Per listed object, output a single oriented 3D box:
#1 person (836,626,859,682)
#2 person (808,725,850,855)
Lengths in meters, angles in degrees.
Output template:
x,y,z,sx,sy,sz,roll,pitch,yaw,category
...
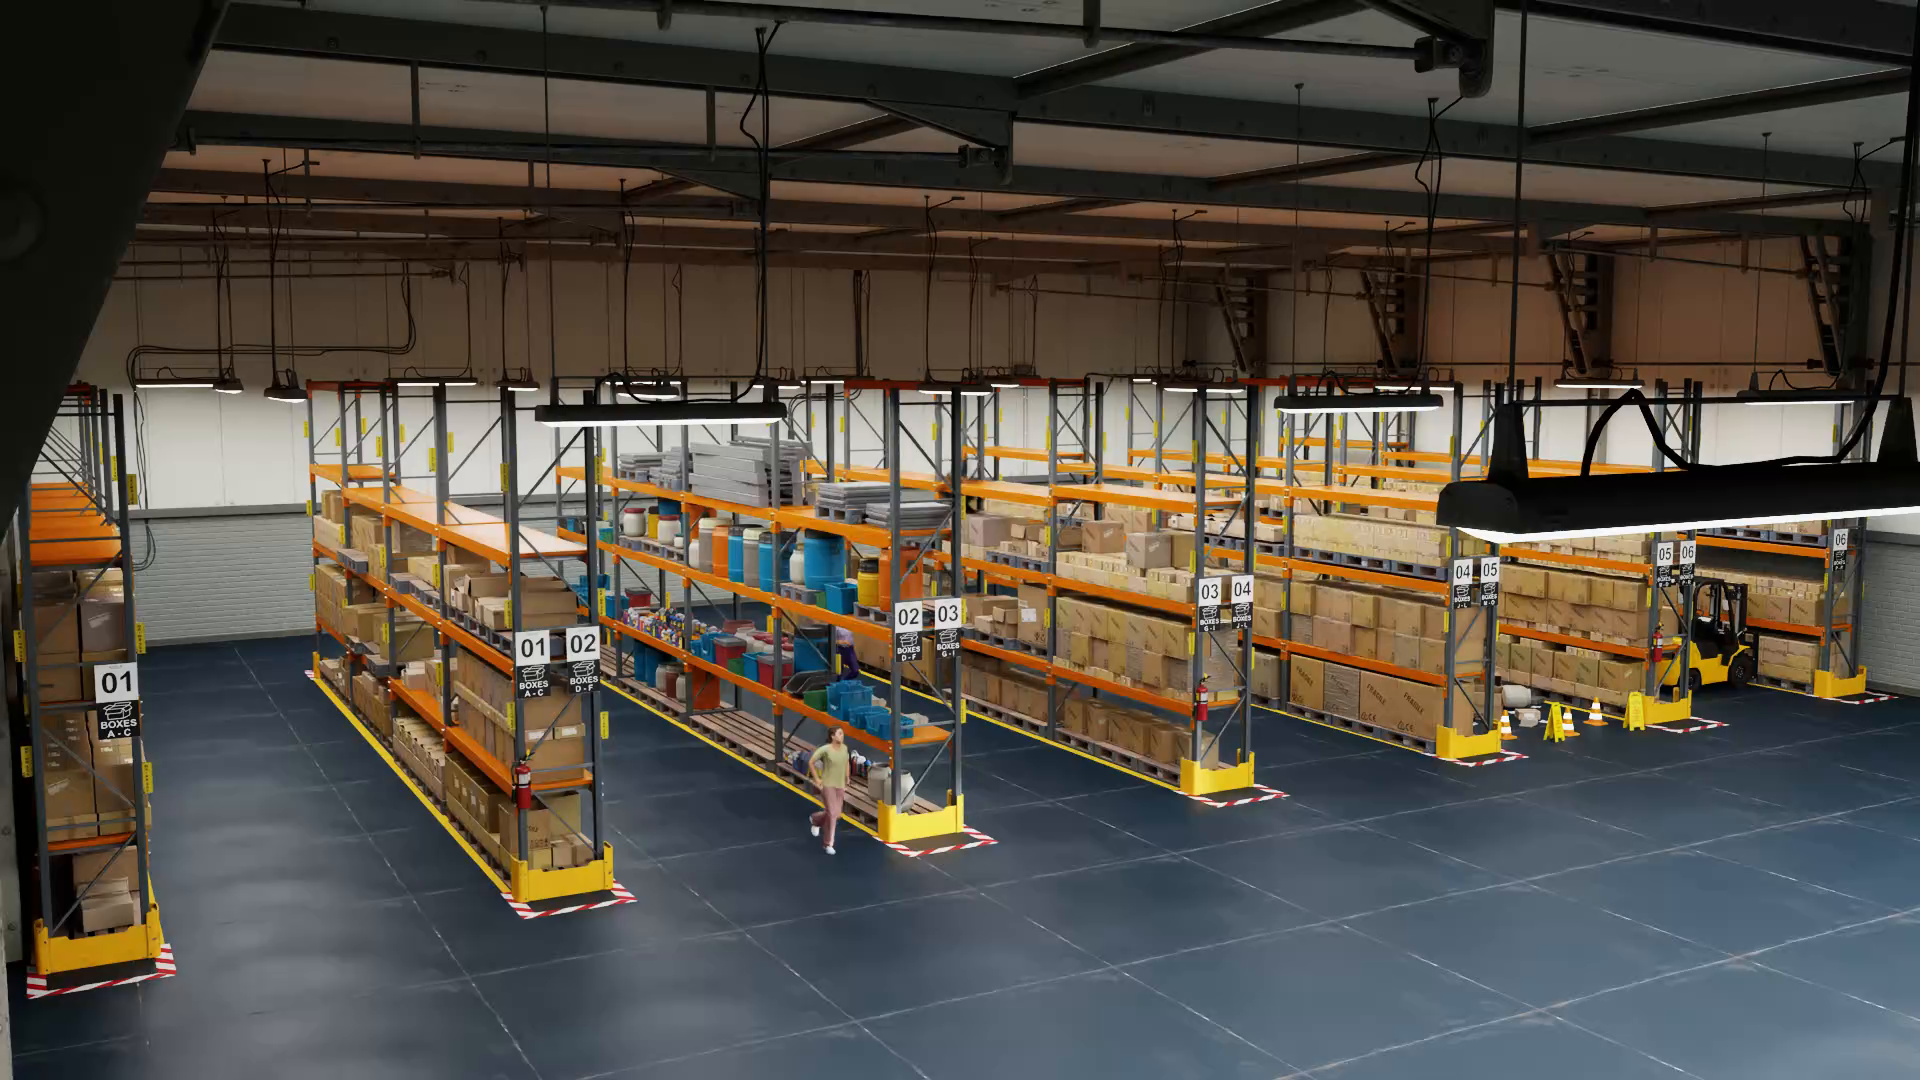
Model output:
x,y,z,sx,sy,sz,roll,pitch,yaw,category
-2.048,2.078,29.938,0.590,1.688,0.583,-5,8,-42,person
-1.695,3.228,21.796,0.613,1.642,0.721,-5,8,-38,person
